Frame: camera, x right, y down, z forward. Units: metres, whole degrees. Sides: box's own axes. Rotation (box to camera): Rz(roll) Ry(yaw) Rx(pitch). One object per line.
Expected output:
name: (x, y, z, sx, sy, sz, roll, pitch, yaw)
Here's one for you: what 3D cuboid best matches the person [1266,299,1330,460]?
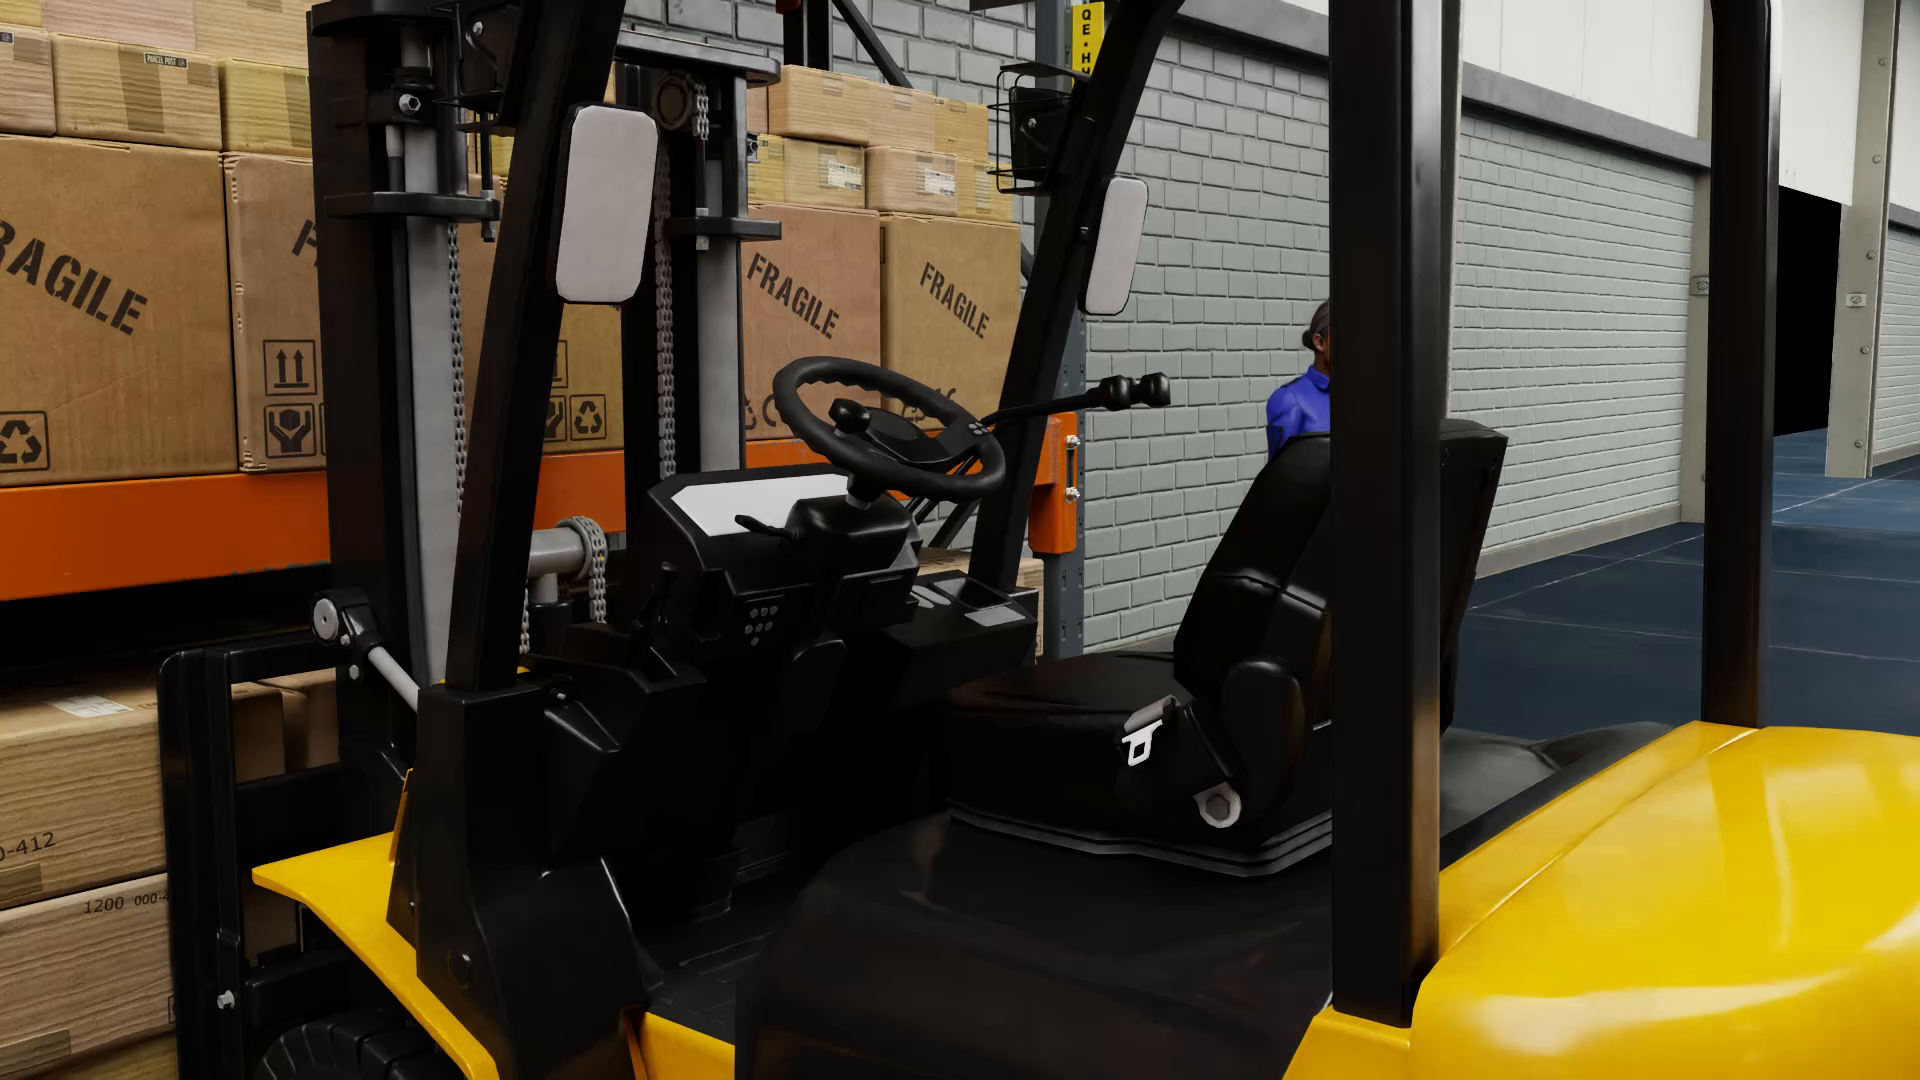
person: (1.149, 0.088, 5.099, 0.438, 1.664, 0.301, -3, 7, -22)
